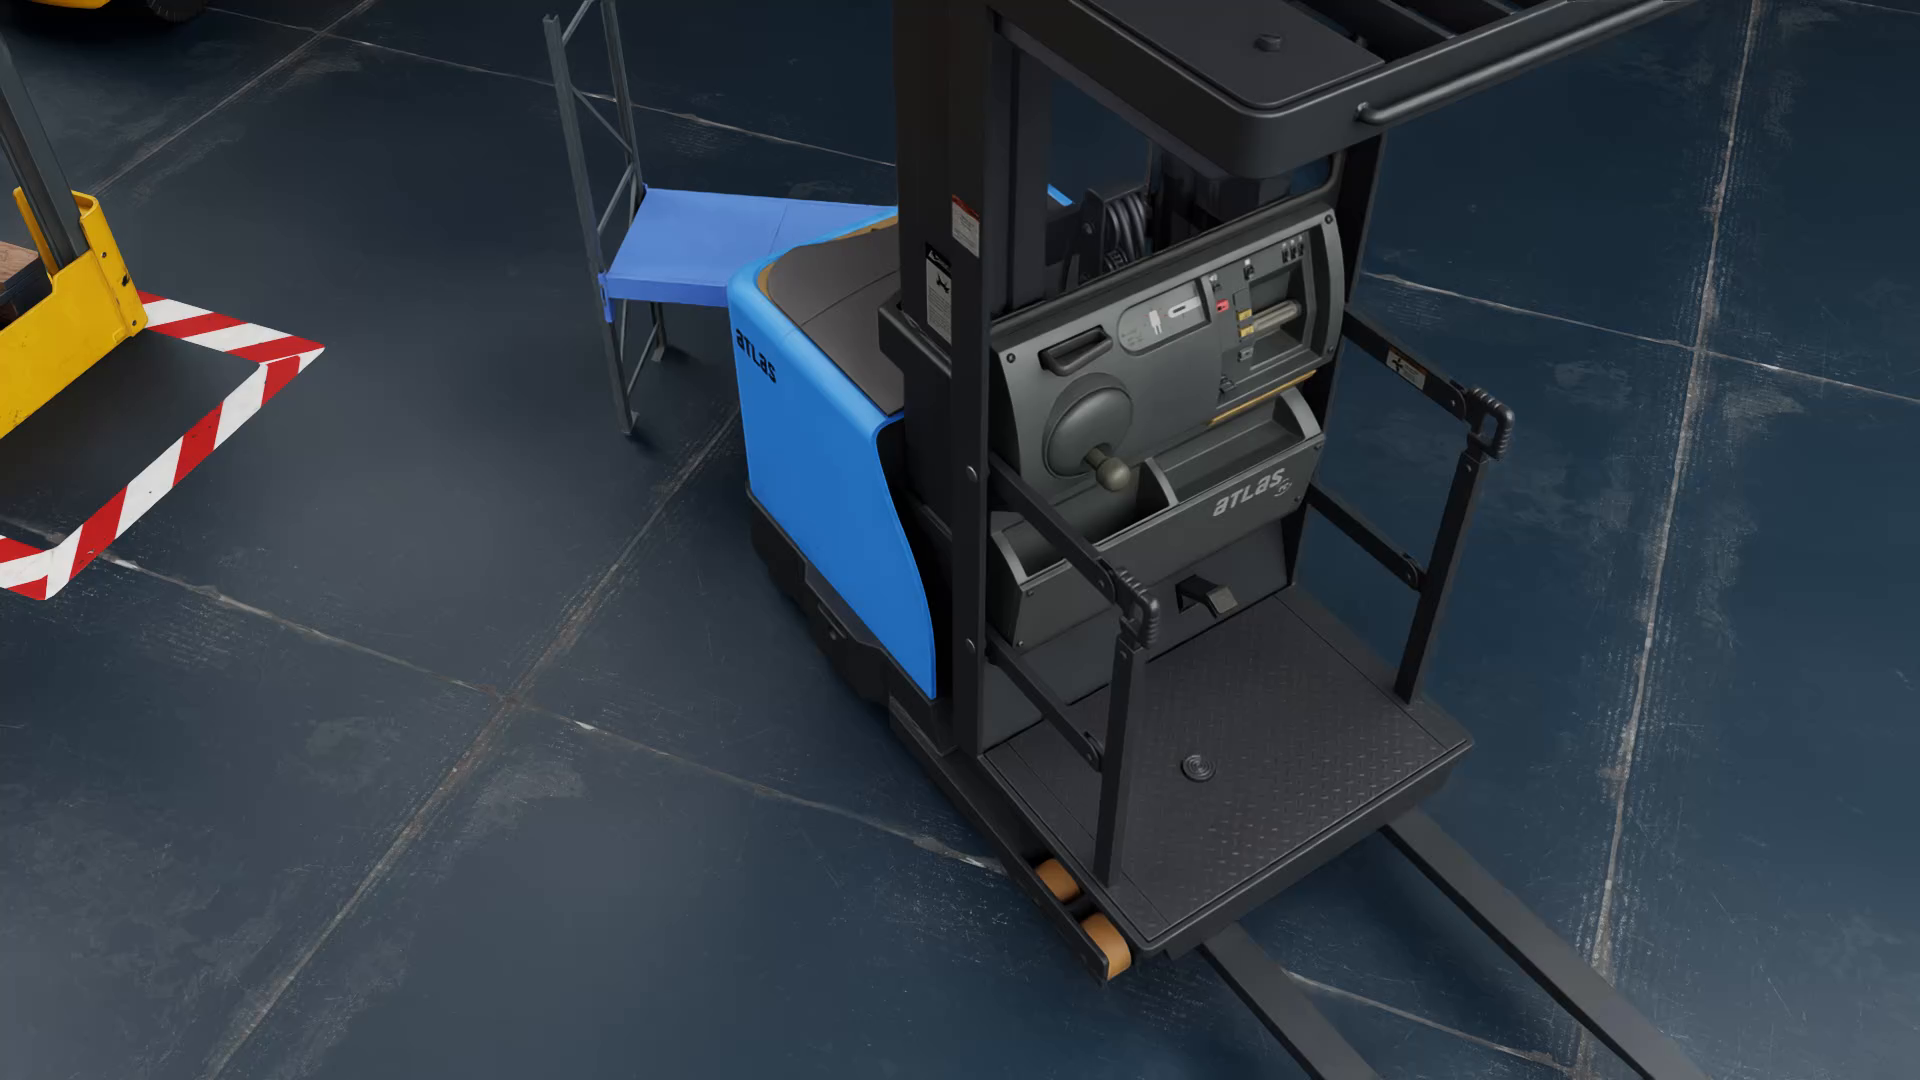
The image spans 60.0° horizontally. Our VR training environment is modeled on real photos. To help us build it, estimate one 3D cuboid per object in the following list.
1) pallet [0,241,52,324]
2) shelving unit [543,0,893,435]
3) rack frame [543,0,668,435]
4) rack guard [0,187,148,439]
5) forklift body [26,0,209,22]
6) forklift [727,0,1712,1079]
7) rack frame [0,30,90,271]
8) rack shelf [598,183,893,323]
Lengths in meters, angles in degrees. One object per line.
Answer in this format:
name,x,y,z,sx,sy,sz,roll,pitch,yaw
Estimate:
pallet,-4.052,-0.797,5.901,1.213,0.211,1.003,16,47,16
shelving unit,-0.591,-1.015,5.206,1.048,1.500,0.538,5,45,5
rack frame,-1.094,-1.062,5.254,0.032,1.500,0.500,5,45,5
rack guard,-3.316,-0.656,5.555,0.348,0.500,1.175,16,47,16
forklift body,-3.790,-3.780,7.524,1.214,2.155,2.313,16,47,16
forklift,0.602,-0.336,3.509,1.130,2.935,3.031,-26,50,-24
rack frame,-3.246,-1.521,4.652,0.127,3.000,1.000,16,47,16
rack shelf,-0.591,-0.887,5.333,1.000,0.185,0.538,5,45,5
